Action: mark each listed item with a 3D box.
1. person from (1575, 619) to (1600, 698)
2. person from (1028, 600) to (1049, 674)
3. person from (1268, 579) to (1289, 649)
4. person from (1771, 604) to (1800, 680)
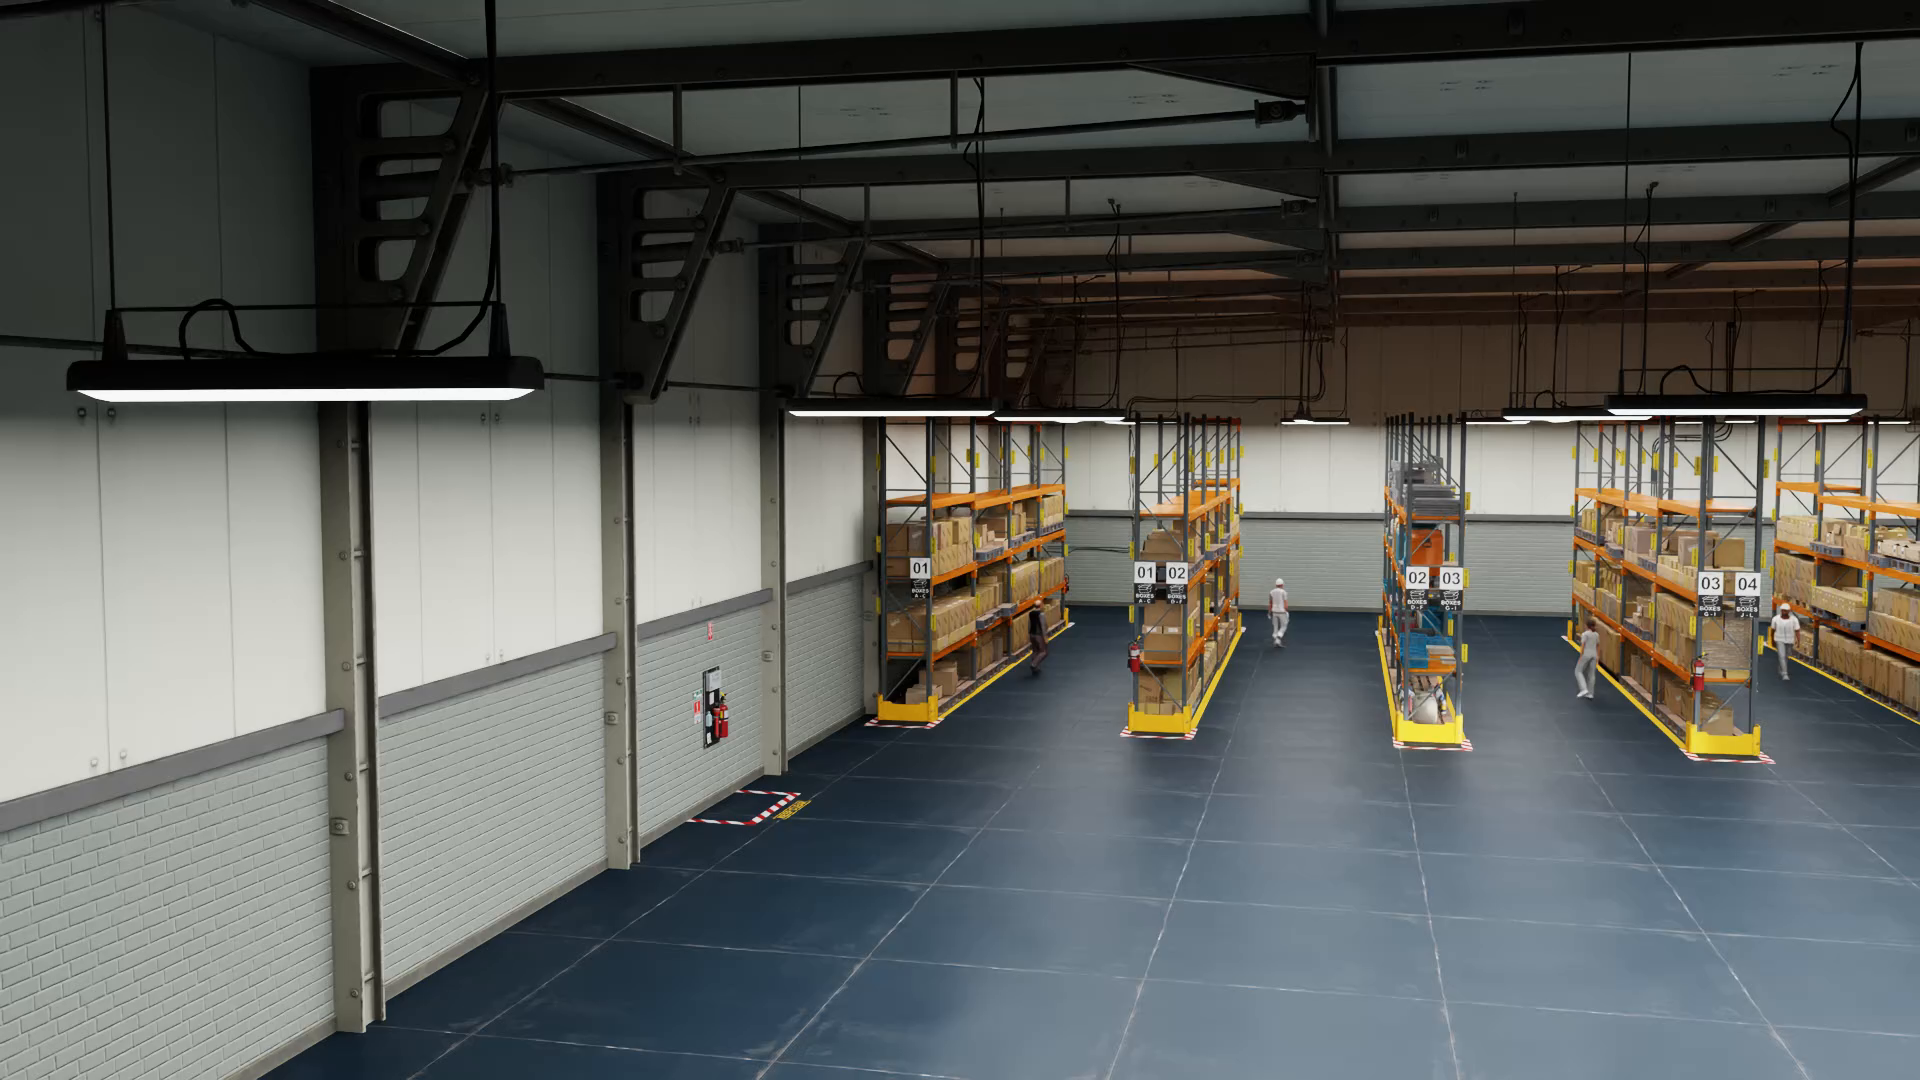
[{"bbox_3d":[13.320,2.514,35.233,0.487,1.691,0.396,-1,4,-13],"label":"person"},{"bbox_3d":[1.763,2.254,38.567,0.520,1.718,0.576,-3,5,-36],"label":"person"},{"bbox_3d":[8.280,1.912,43.245,0.619,1.814,0.455,4,5,43],"label":"person"},{"bbox_3d":[18.776,2.298,37.785,0.539,1.710,1.081,1,4,10],"label":"person"}]
